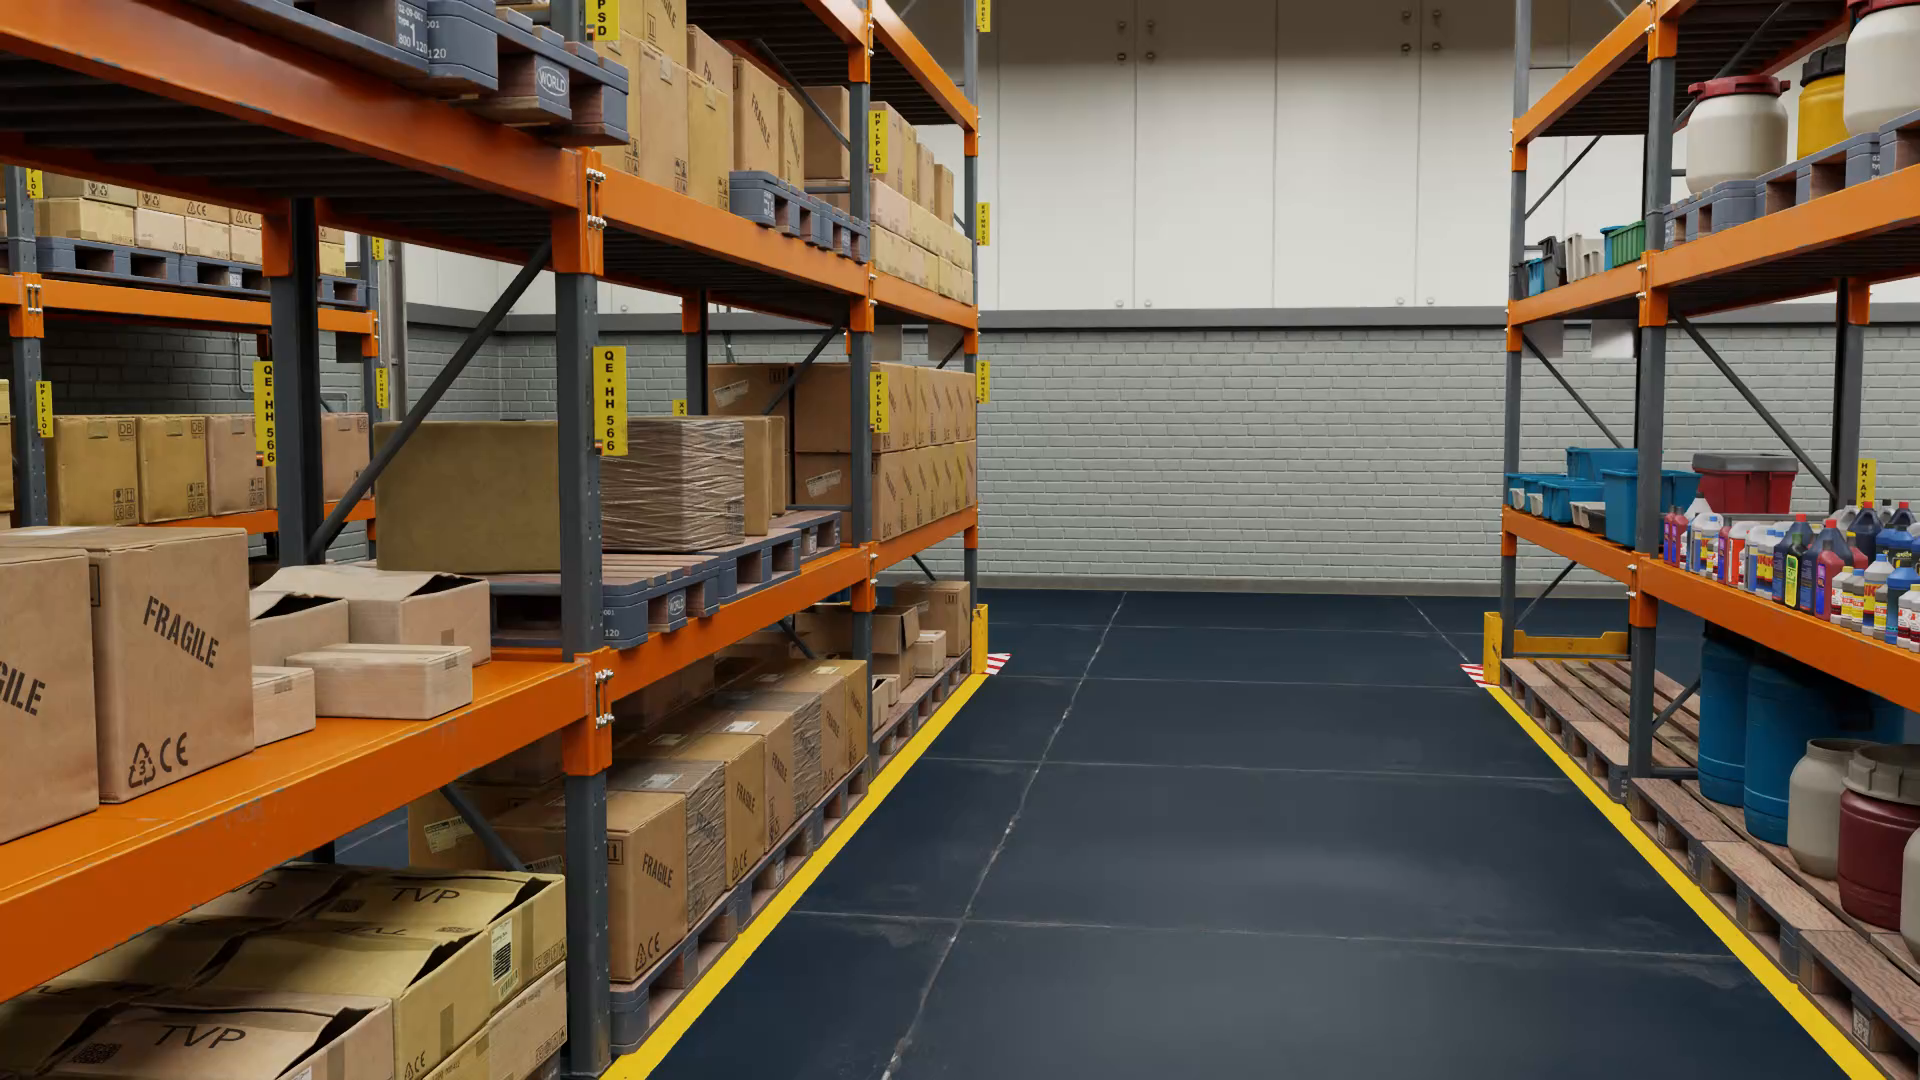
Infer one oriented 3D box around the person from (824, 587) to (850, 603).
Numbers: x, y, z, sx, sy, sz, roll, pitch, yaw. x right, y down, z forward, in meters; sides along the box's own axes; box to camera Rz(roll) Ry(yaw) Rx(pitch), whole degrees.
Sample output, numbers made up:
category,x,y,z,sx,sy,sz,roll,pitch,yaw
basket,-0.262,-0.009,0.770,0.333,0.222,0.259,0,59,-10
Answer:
category,x,y,z,sx,sy,sz,roll,pitch,yaw
person,-1.167,0.005,15.543,0.418,1.600,0.409,1,5,10
